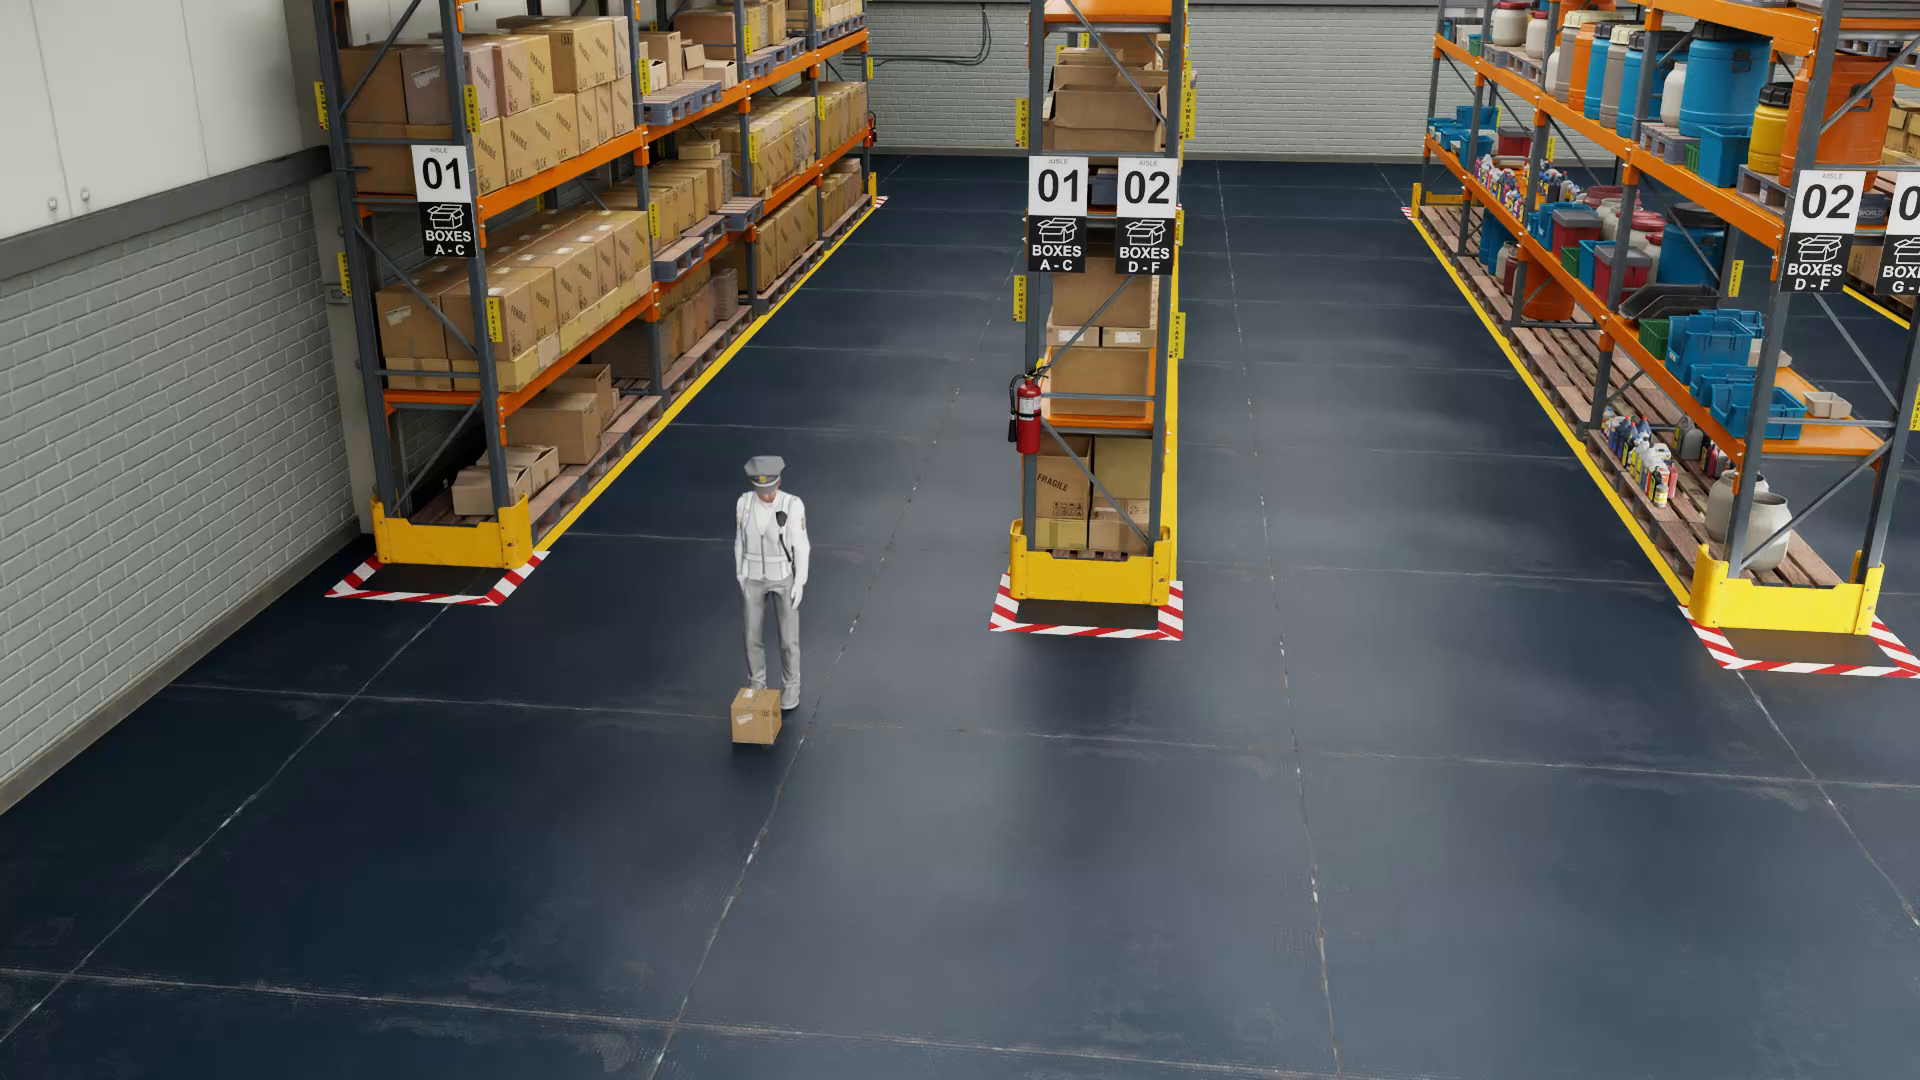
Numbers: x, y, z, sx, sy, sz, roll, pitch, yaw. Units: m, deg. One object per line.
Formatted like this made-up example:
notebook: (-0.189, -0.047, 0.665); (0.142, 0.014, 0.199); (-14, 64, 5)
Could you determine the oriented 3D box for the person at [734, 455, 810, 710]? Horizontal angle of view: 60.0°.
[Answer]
person: (-1.175, 0.268, 10.425); (0.482, 1.655, 0.366); (3, 21, 8)
